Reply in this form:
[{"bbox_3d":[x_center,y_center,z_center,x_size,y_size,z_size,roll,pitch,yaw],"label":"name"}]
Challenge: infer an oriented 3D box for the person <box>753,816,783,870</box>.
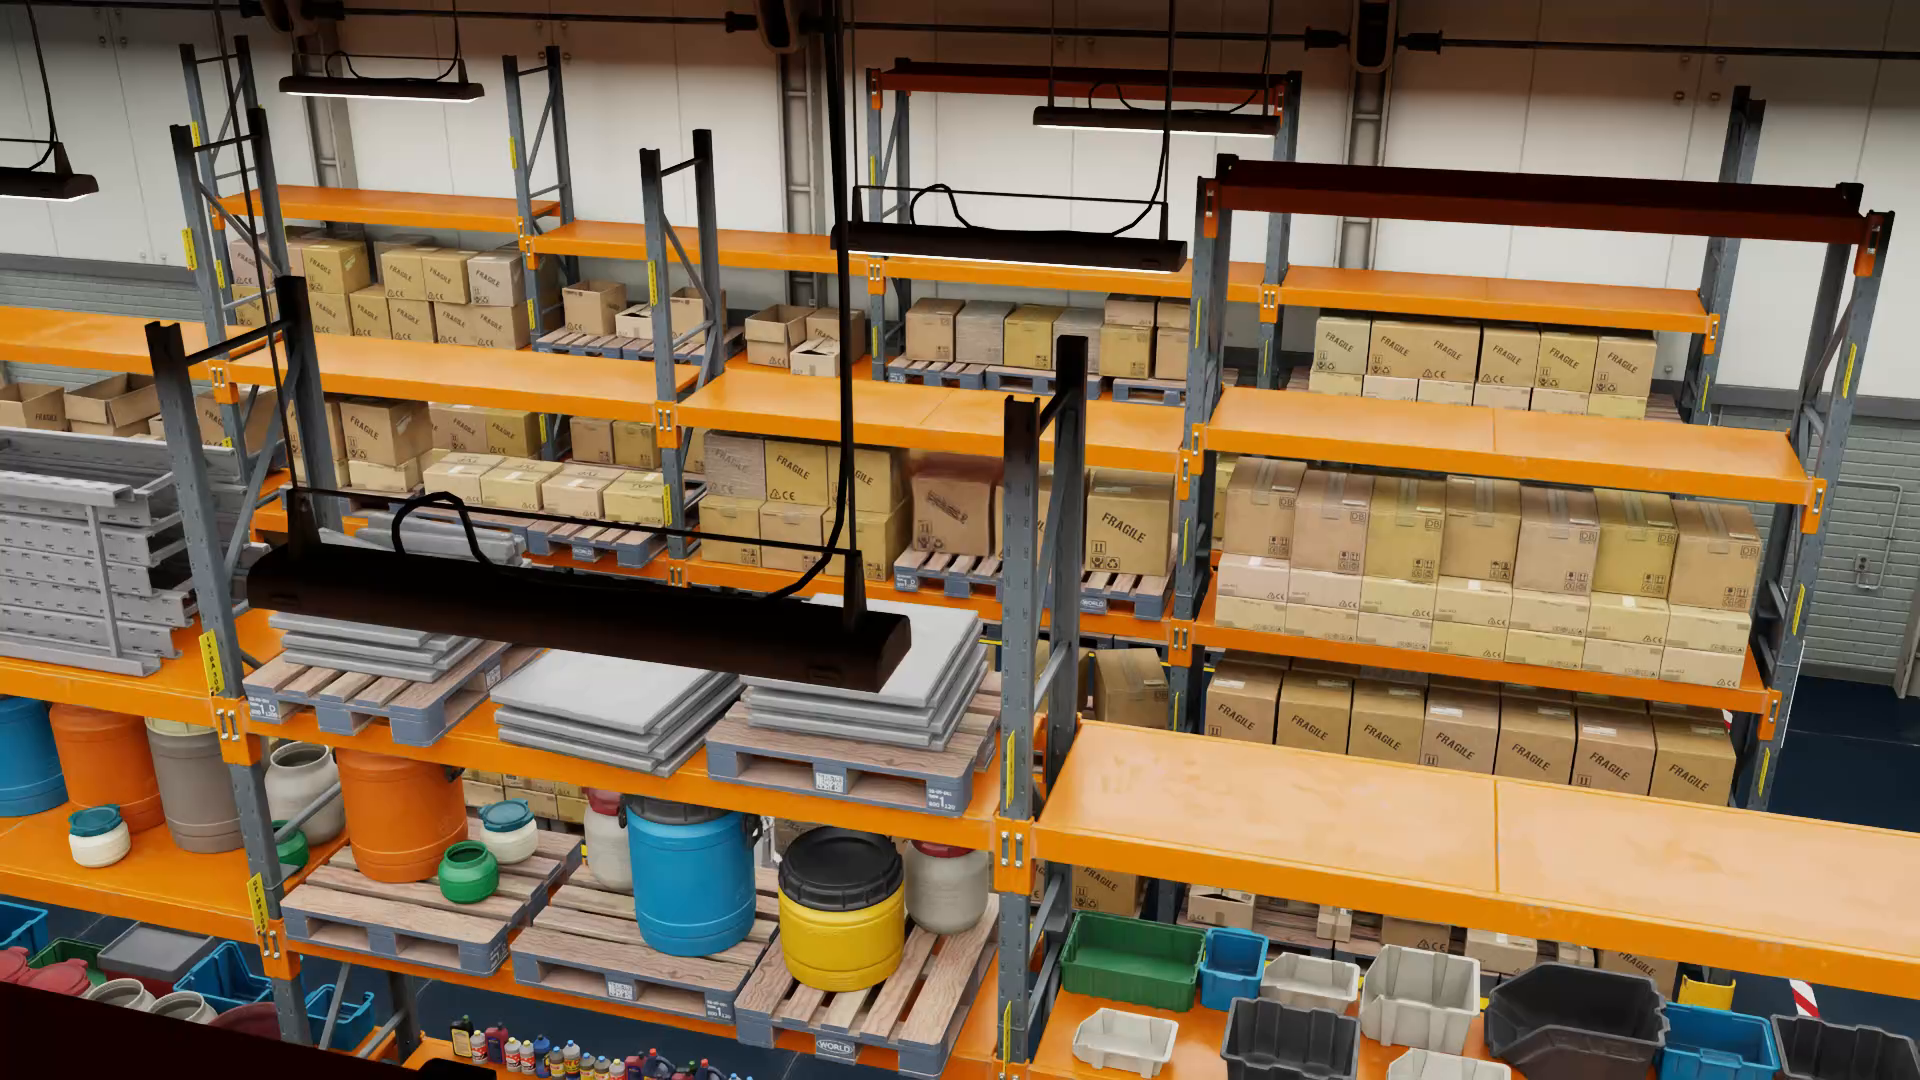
[{"bbox_3d":[-1.517,2.389,12.217,0.845,1.635,0.621,13,26,28],"label":"person"}]
